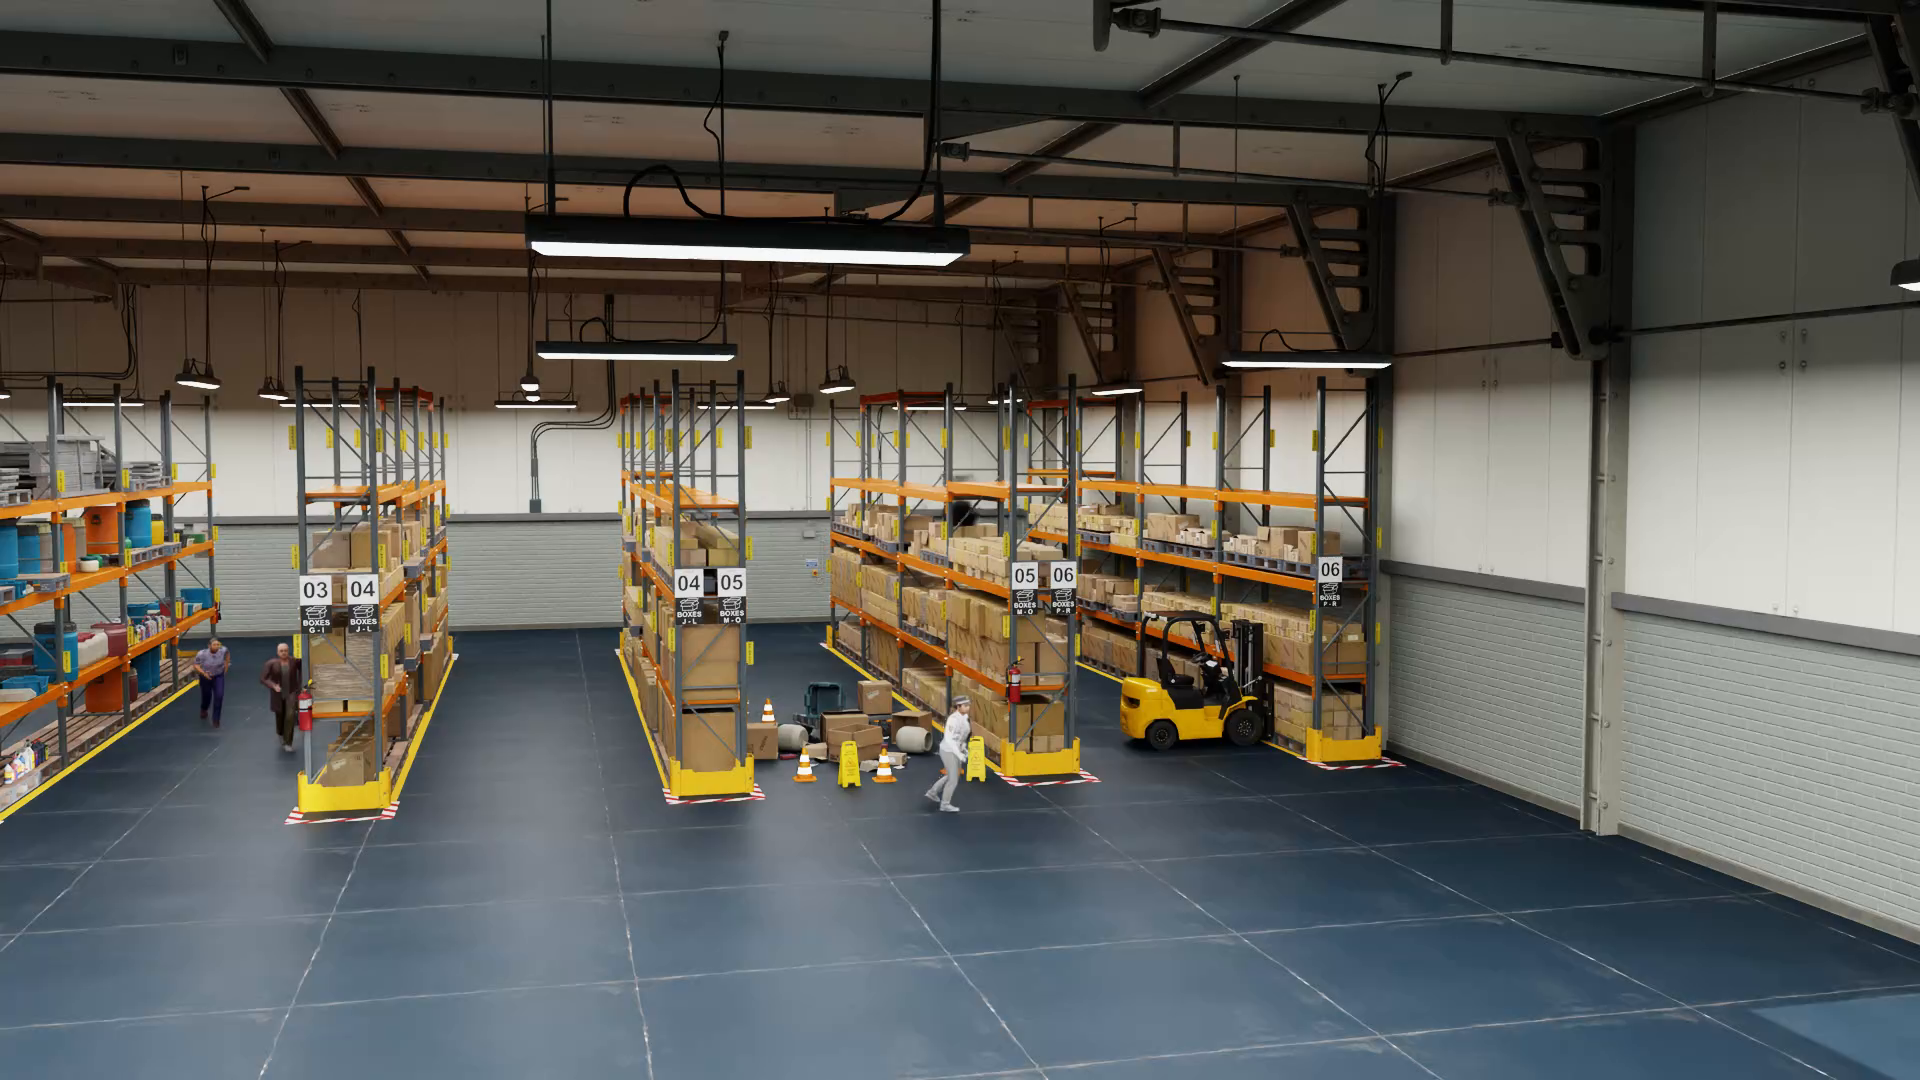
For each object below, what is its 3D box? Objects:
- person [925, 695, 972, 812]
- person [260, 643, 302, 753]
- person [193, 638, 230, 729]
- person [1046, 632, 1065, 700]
[{"bbox_3d":[-0.151,2.857,22.451,0.698,1.610,0.512,1,4,22],"label":"person"},{"bbox_3d":[-10.972,2.523,26.970,0.691,1.746,0.975,-1,4,-23],"label":"person"},{"bbox_3d":[-13.211,2.503,29.314,0.636,1.589,0.976,-3,4,-38],"label":"person"},{"bbox_3d":[1.648,2.350,31.390,0.696,1.575,0.836,-2,4,-25],"label":"person"}]
